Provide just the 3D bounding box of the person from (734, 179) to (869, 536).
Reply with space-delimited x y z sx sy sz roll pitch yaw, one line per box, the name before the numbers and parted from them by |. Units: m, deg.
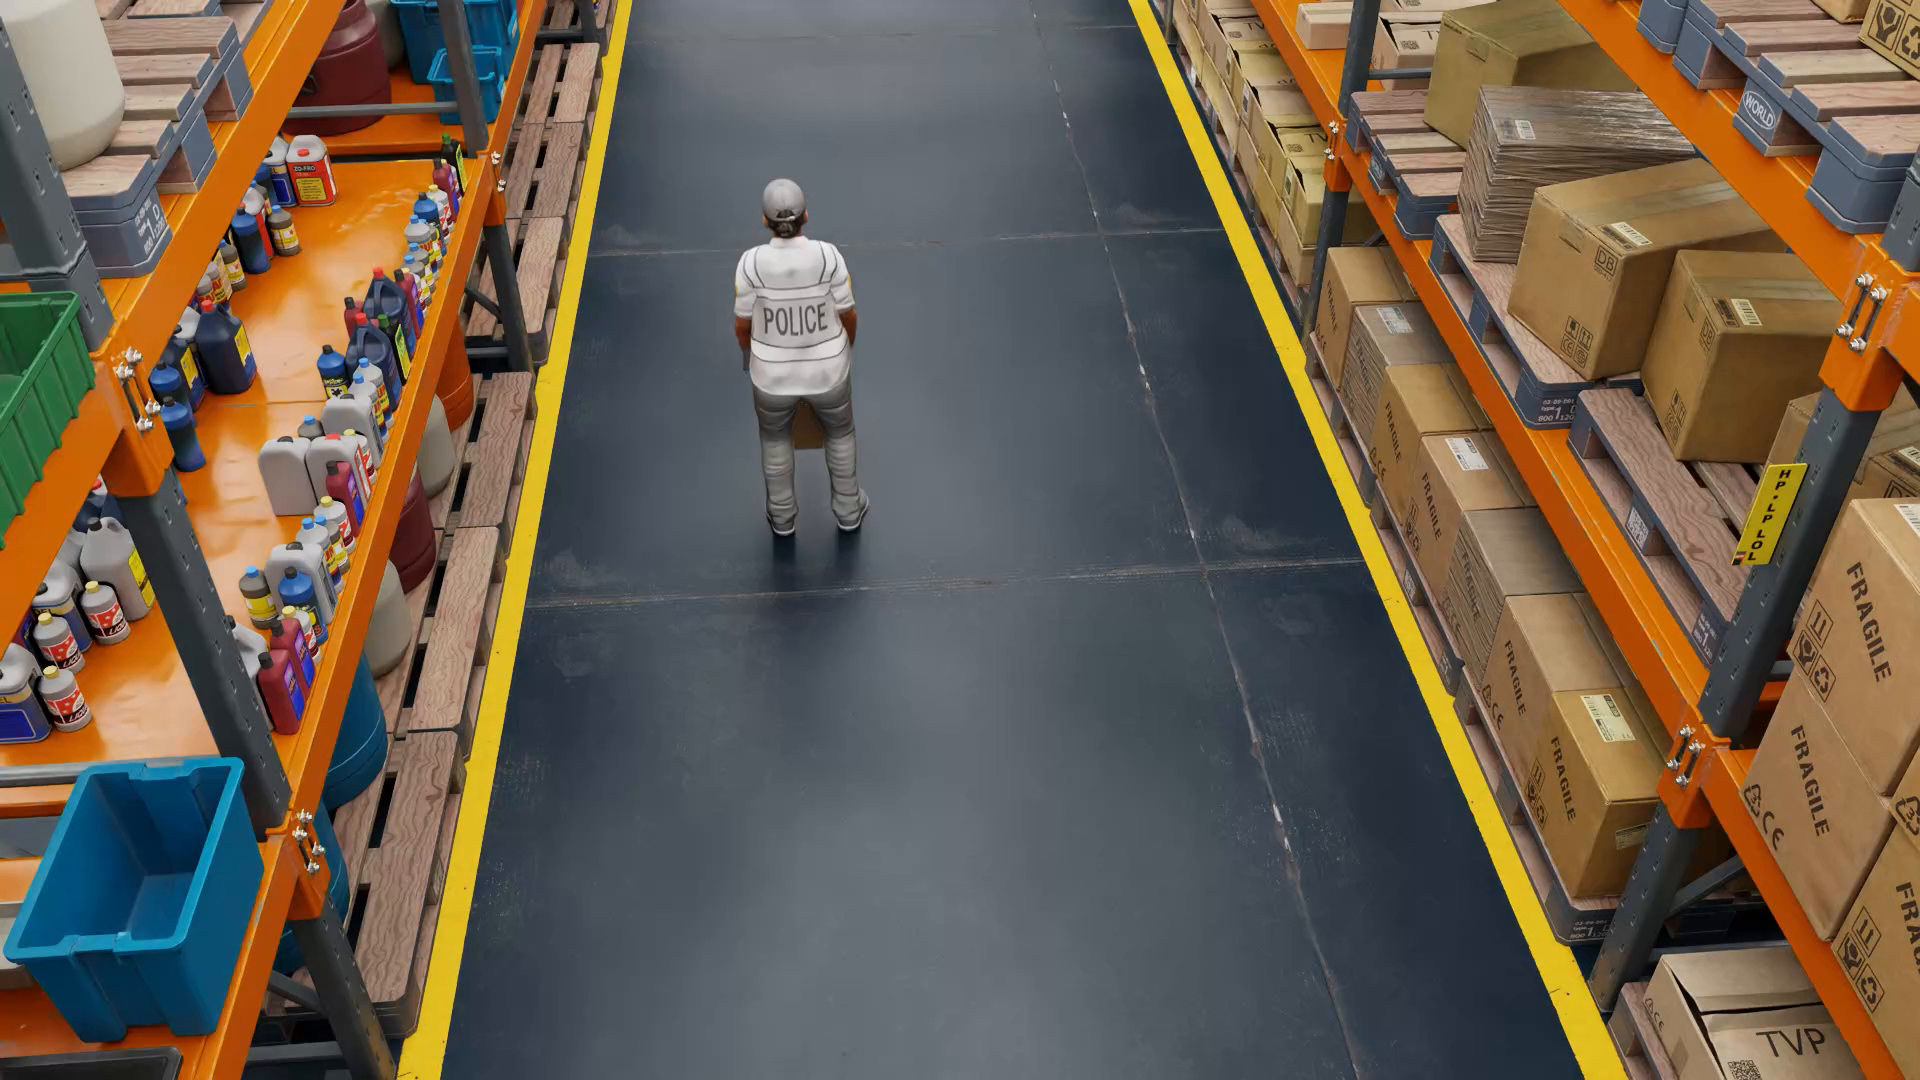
person | -0.672 -0.737 7.045 0.528 1.669 0.443 -4 40 -5
